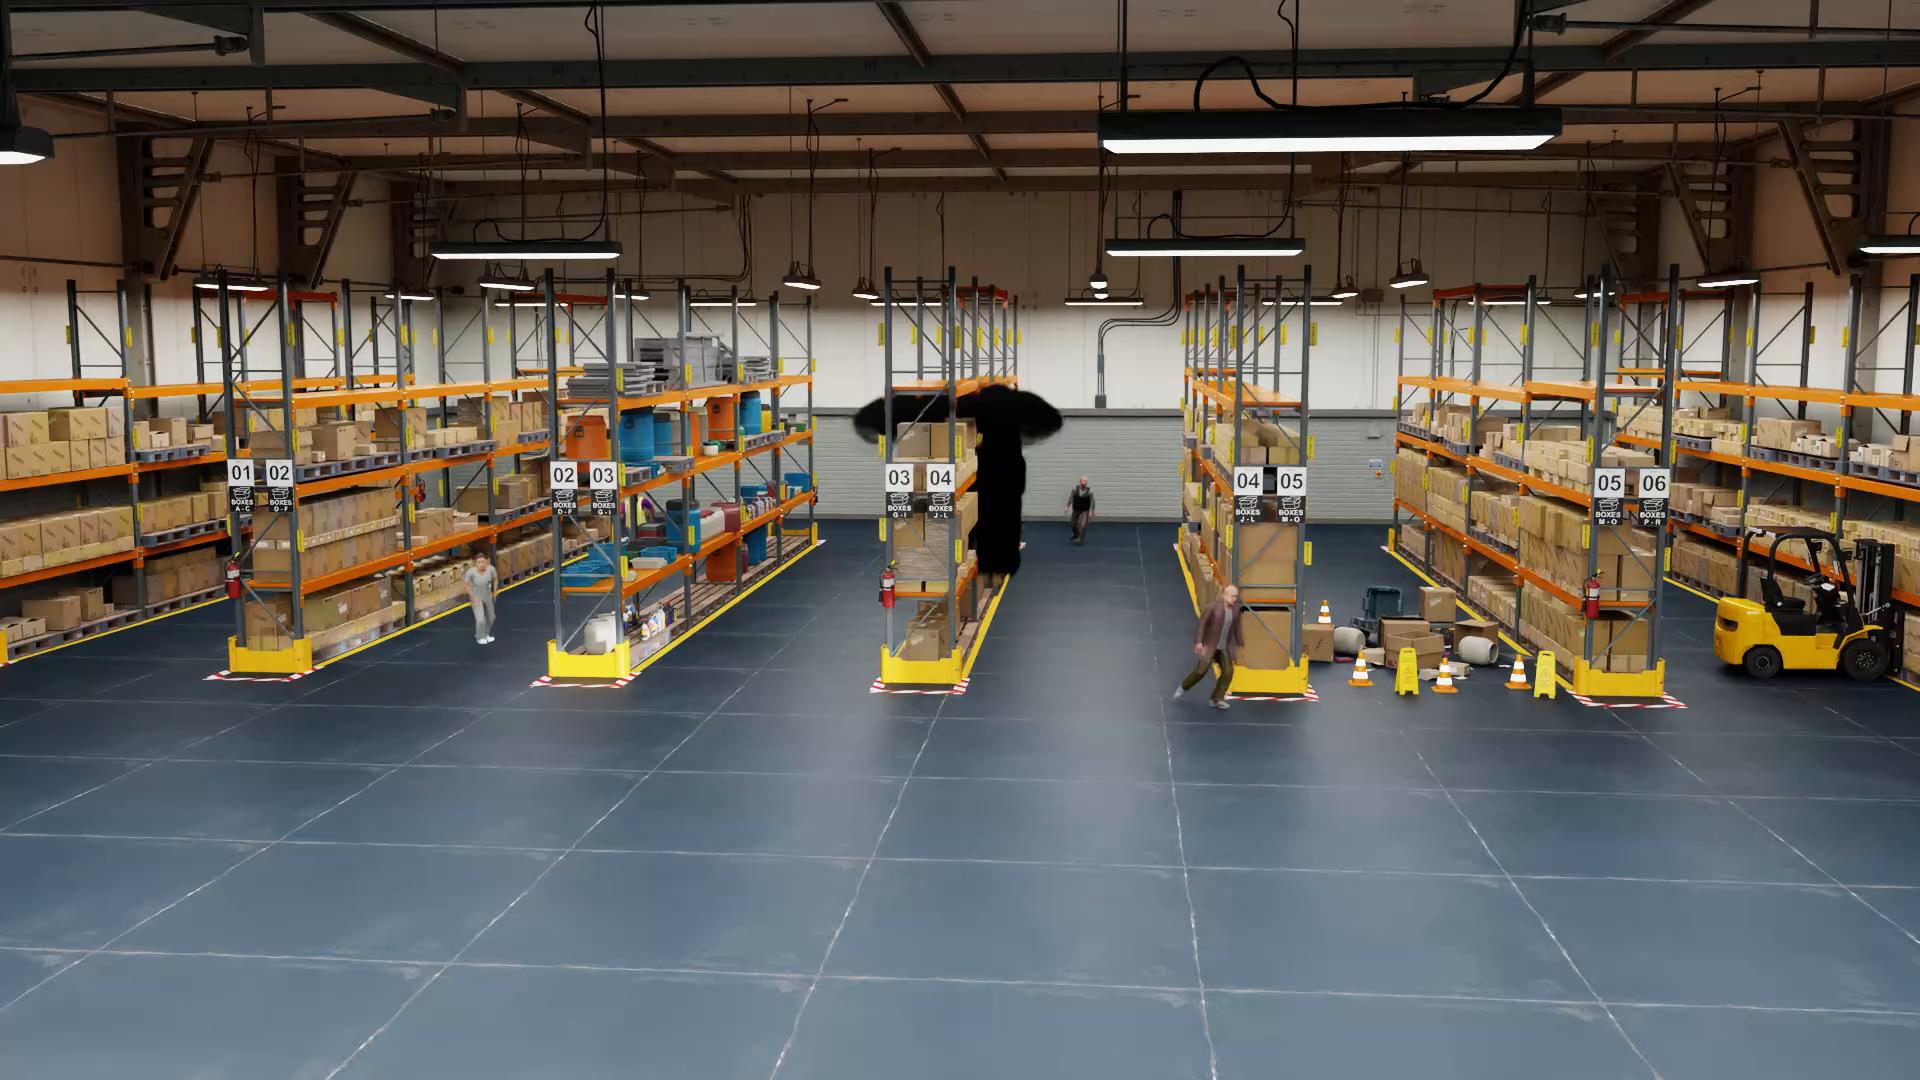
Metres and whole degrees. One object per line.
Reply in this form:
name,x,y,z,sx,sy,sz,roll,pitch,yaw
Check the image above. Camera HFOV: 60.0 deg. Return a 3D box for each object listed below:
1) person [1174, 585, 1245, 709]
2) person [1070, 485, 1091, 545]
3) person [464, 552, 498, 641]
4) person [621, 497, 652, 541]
person,3.416,1.421,22.605,0.882,1.691,0.766,-2,7,-18
person,2.911,-0.620,40.379,0.575,1.461,0.707,2,7,13
person,-7.430,0.872,25.689,0.541,1.449,0.799,-6,9,-40
person,-6.699,-0.330,34.326,0.628,1.655,0.671,1,7,11
